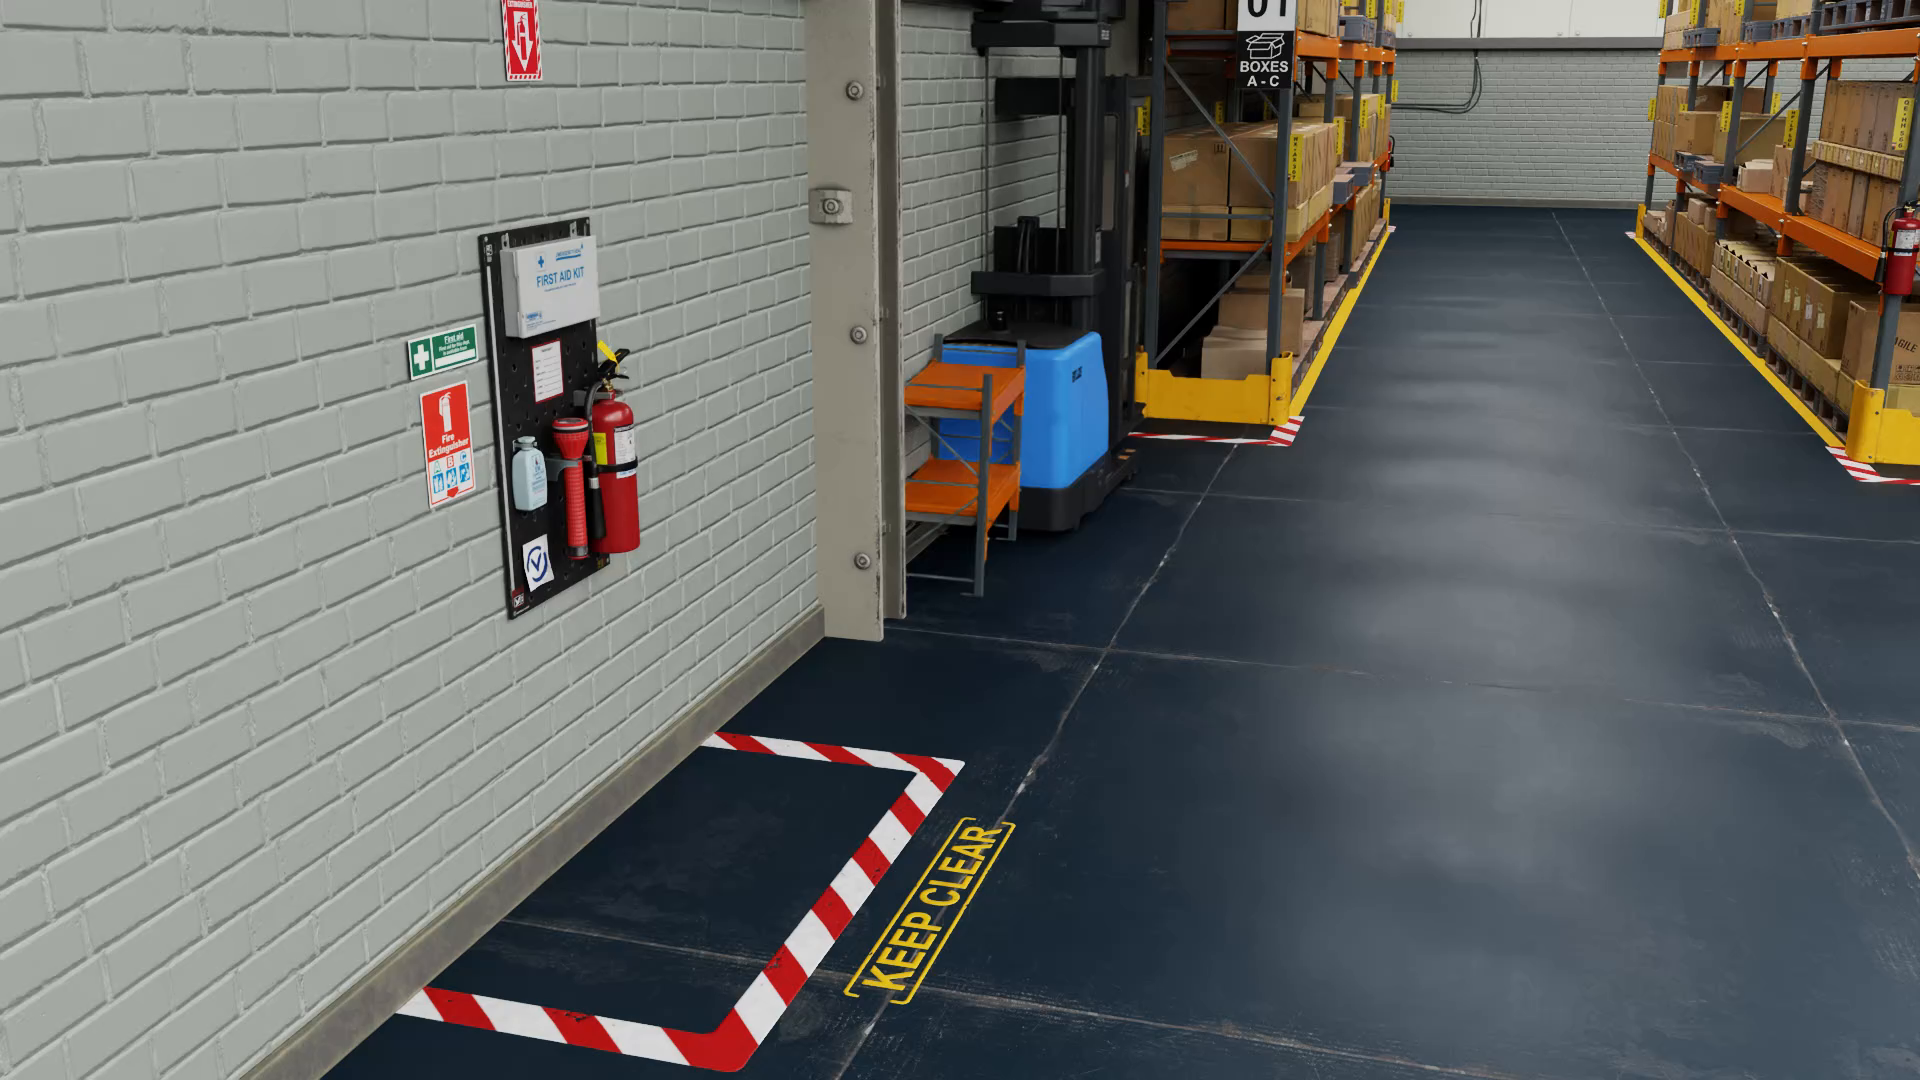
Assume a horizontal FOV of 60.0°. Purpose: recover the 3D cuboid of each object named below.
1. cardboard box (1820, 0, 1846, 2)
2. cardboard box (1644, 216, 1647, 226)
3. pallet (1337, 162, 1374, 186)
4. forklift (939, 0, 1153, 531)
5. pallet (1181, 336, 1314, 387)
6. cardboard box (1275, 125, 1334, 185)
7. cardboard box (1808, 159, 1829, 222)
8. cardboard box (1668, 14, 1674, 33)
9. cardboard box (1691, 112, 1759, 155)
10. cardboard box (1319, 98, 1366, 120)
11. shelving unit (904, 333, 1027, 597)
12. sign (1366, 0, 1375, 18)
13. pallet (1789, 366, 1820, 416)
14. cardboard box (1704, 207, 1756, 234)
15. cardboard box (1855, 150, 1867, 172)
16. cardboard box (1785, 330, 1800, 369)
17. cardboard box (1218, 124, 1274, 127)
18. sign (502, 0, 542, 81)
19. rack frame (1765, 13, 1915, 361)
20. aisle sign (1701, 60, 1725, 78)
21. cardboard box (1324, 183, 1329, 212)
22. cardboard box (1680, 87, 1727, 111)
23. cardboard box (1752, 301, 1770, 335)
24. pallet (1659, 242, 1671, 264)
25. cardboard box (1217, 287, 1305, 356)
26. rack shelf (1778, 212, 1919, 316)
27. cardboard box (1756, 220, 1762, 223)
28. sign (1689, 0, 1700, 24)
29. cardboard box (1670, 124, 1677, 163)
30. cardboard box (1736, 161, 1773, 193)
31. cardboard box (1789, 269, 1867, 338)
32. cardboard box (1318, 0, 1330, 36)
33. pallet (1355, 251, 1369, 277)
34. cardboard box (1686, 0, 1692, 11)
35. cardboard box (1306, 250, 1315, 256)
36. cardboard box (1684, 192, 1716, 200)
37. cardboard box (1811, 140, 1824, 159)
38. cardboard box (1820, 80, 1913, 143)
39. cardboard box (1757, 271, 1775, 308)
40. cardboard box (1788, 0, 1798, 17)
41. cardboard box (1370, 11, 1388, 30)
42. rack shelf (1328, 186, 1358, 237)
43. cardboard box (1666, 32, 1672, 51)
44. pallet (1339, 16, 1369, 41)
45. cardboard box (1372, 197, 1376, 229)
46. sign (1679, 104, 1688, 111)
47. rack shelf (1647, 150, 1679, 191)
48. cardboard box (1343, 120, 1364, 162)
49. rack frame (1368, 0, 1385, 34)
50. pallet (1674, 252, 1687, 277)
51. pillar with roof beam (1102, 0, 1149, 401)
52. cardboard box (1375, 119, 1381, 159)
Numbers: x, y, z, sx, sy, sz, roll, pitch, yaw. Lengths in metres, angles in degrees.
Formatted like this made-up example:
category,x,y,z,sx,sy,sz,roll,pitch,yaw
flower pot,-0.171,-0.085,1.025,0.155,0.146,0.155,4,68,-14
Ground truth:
category,x,y,z,sx,sy,sz,roll,pitch,yaw
cardboard box,7.365,-4.670,13.591,0.500,0.500,0.500,6,17,20
cardboard box,10.652,-4.861,25.356,0.380,0.166,0.250,5,16,16
pallet,4.047,-4.164,18.863,1.213,0.211,1.003,5,16,16
forklift,0.552,-1.818,10.367,1.130,2.935,3.031,5,17,17
pallet,2.509,-1.564,14.457,1.003,0.211,1.213,5,16,16
cardboard box,3.036,-3.424,14.767,0.500,0.500,0.500,5,16,16
cardboard box,7.641,-2.953,14.059,0.700,0.500,0.500,4,16,14
cardboard box,10.627,-7.527,24.233,0.500,0.250,0.500,5,16,16
cardboard box,9.551,-5.073,20.764,0.700,0.500,0.500,7,17,25
cardboard box,4.532,-5.119,19.739,0.500,0.250,0.500,5,17,17
shelving unit,-0.012,-0.419,8.670,0.538,1.125,1.048,5,17,10
sign,4.667,-6.100,18.894,0.100,0.325,0.005,5,16,16
pallet,7.150,-1.155,13.013,1.003,0.211,1.213,5,16,16
cardboard box,8.950,-3.715,19.331,0.500,0.250,0.500,5,17,18
cardboard box,6.989,-2.855,12.527,0.380,0.149,0.250,4,16,15
cardboard box,7.045,-1.542,13.537,0.500,0.250,0.500,5,16,16
cardboard box,2.526,-3.461,14.897,0.500,0.500,0.500,5,16,16
sign,-1.298,-1.515,4.927,0.001,0.298,0.199,5,16,16
rack frame,7.761,-3.021,14.483,1.000,3.000,0.127,5,16,16
aisle sign,11.484,-7.405,25.176,0.394,0.787,0.004,5,16,16
cardboard box,3.017,-3.065,14.875,0.500,0.250,0.500,5,17,16
cardboard box,9.930,-5.796,22.249,0.500,0.500,0.500,5,17,16
cardboard box,7.601,-2.031,15.263,0.500,0.250,0.500,4,16,15
pallet,10.231,-3.952,22.876,1.003,0.211,1.213,5,16,16
cardboard box,2.575,-1.878,14.228,0.700,0.500,0.500,4,16,12
rack shelf,7.193,-2.152,12.737,1.077,0.370,4.000,5,16,16
cardboard box,9.878,-3.712,20.694,0.500,0.500,0.500,5,17,17
sign,9.512,-6.846,21.524,0.100,0.325,0.005,5,16,16
cardboard box,10.076,-5.448,22.856,0.500,0.500,0.500,5,17,17
cardboard box,8.458,-3.806,17.413,0.500,0.311,0.500,4,16,15
cardboard box,7.045,-1.902,13.434,0.500,0.500,0.500,5,16,16
cardboard box,2.827,-4.474,13.891,0.500,0.500,0.500,4,16,14
pallet,4.792,-3.628,21.732,1.003,0.211,1.213,5,16,16
cardboard box,10.547,-7.610,23.150,0.700,0.500,0.500,5,16,16
cardboard box,3.302,-2.746,17.289,0.700,0.500,0.500,4,16,15
cardboard box,11.253,-5.008,25.264,0.500,0.500,0.500,5,16,16
cardboard box,7.499,-3.326,14.186,0.380,0.149,0.250,5,16,16
cardboard box,7.641,-3.577,13.882,0.700,0.500,0.500,5,17,16
cardboard box,7.601,-2.298,15.177,0.500,0.311,0.500,5,16,16
cardboard box,8.691,-5.379,16.804,0.500,0.250,0.500,5,17,17
cardboard box,5.733,-7.279,23.319,0.500,0.250,0.500,5,16,16
rack shelf,3.579,-3.581,17.777,1.077,0.370,4.000,5,16,16
cardboard box,10.627,-7.287,24.301,0.500,0.250,0.500,5,16,16
pallet,3.288,-4.910,15.991,1.213,0.211,1.003,5,16,16
cardboard box,5.889,-4.950,25.094,0.700,0.500,0.500,5,17,17
sign,9.512,-5.571,21.885,0.100,0.325,0.005,5,16,16
rack shelf,10.603,-5.291,23.805,1.077,0.370,4.000,5,16,16
cardboard box,4.531,-4.759,19.845,0.500,0.500,0.500,5,17,18
rack frame,5.284,-8.383,22.395,1.000,3.000,0.127,5,16,16
pallet,9.840,-3.557,21.482,1.003,0.211,1.213,5,16,16
pillar with roof beam,5.371,-5.160,11.031,9.100,9.000,0.400,5,16,16
cardboard box,5.454,-5.782,23.668,0.980,0.700,0.700,5,17,17
